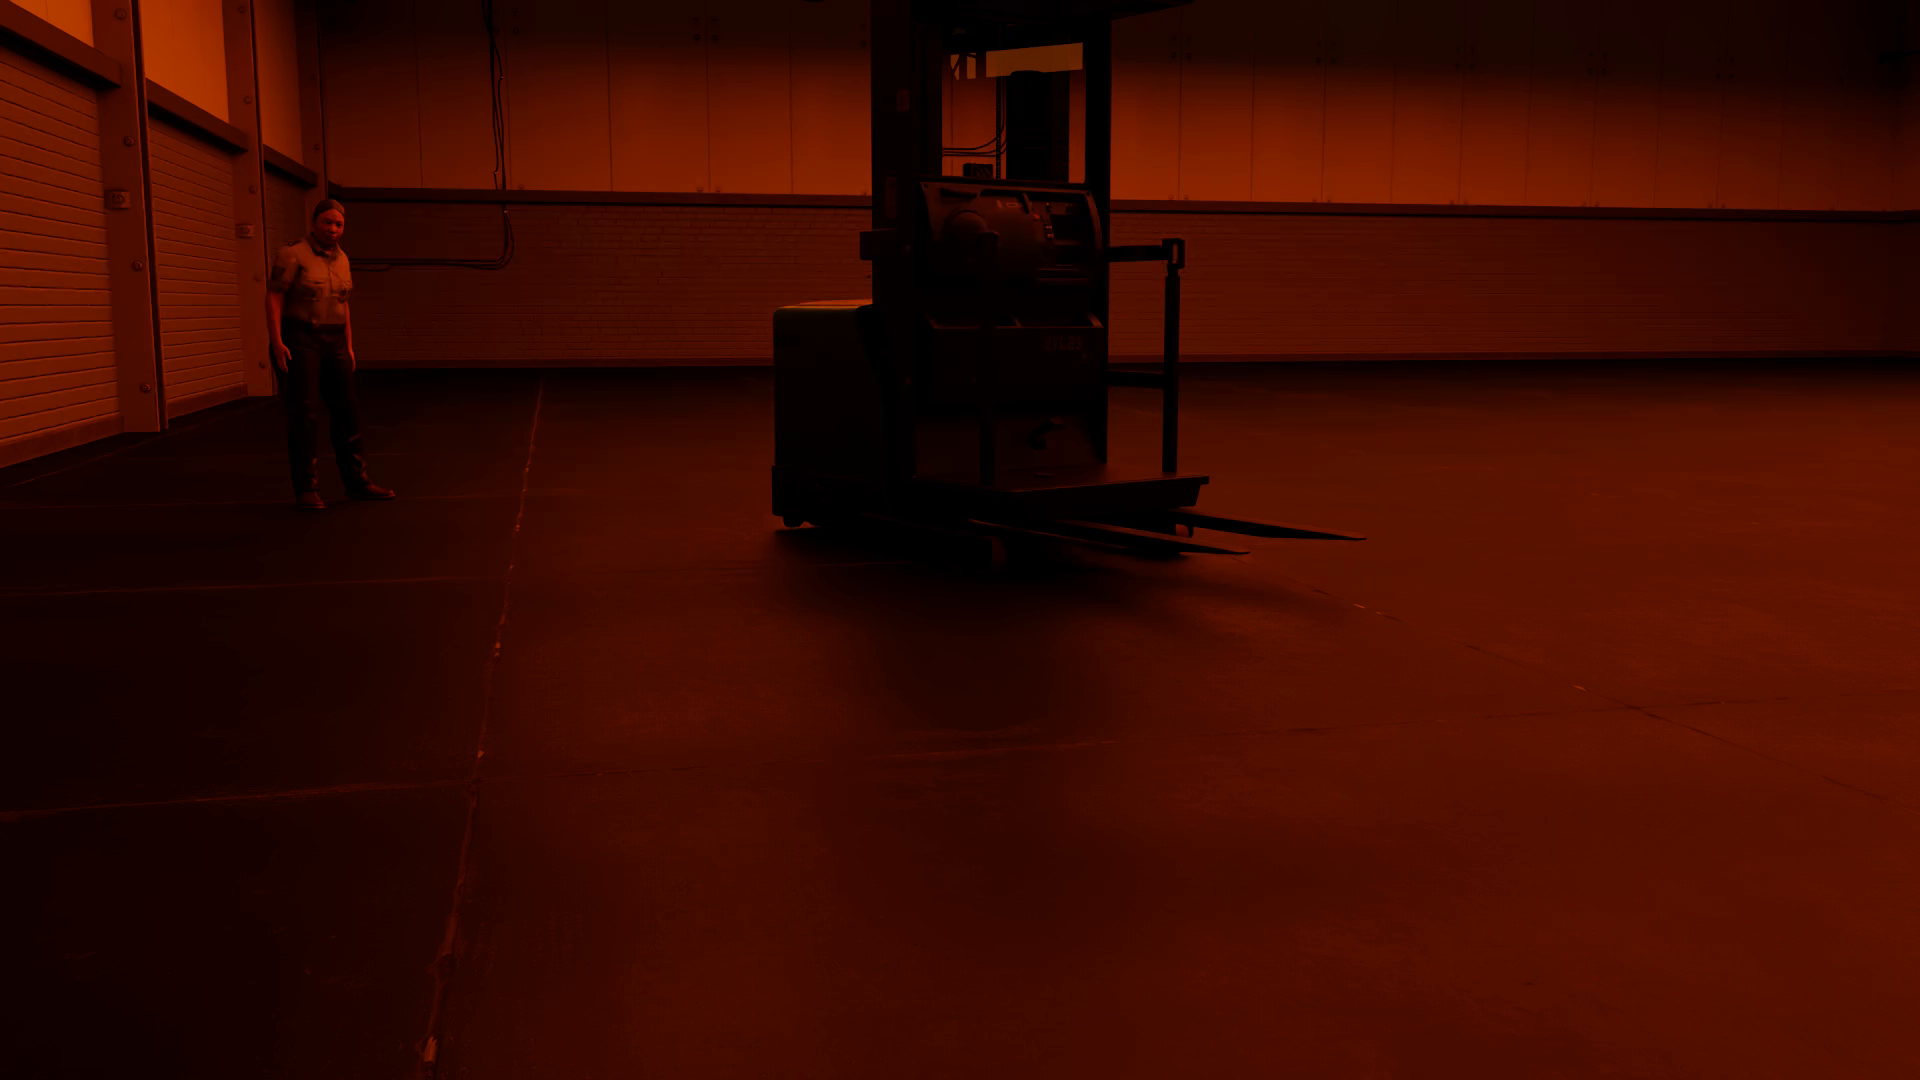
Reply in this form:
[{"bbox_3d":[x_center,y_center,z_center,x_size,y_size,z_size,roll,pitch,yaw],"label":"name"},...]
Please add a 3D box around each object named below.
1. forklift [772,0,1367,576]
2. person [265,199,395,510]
[{"bbox_3d":[0.355,-1.383,7.015,1.130,2.935,3.031,-6,10,-35],"label":"forklift"},{"bbox_3d":[-3.460,-1.015,9.050,0.431,1.650,0.659,4,9,28],"label":"person"}]
